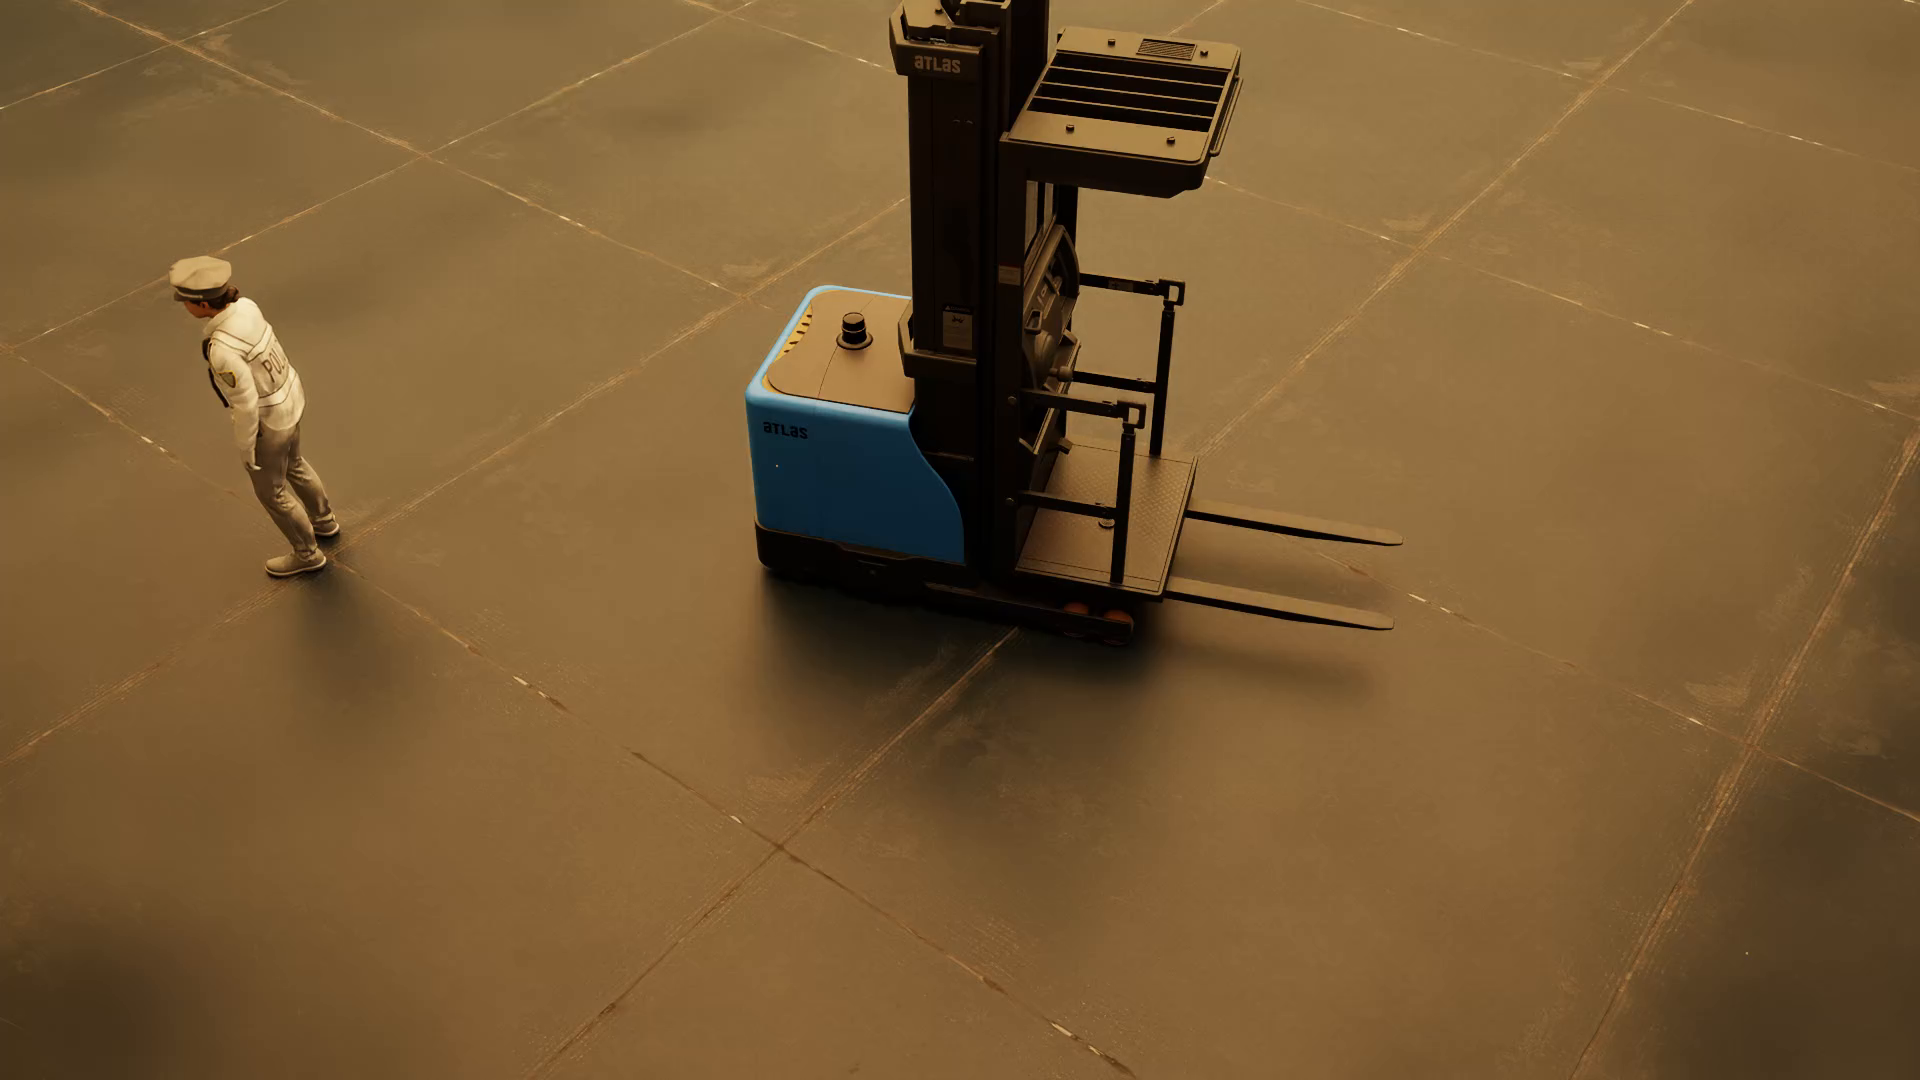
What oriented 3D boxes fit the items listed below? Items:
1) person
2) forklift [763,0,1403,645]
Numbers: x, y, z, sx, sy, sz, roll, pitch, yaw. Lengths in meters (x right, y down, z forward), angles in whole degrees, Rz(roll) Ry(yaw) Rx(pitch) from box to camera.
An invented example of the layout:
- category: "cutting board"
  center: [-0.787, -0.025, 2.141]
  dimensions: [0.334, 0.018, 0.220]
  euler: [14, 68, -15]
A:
- category: "person"
  center: [-3.232, -0.562, 7.710]
  dimensions: [0.374, 1.665, 0.547]
  euler: [-2, 41, -3]
- category: "forklift"
  center: [0.586, -1.009, 7.257]
  dimensions: [3.031, 2.935, 1.121]
  euler: [10, 41, 12]
